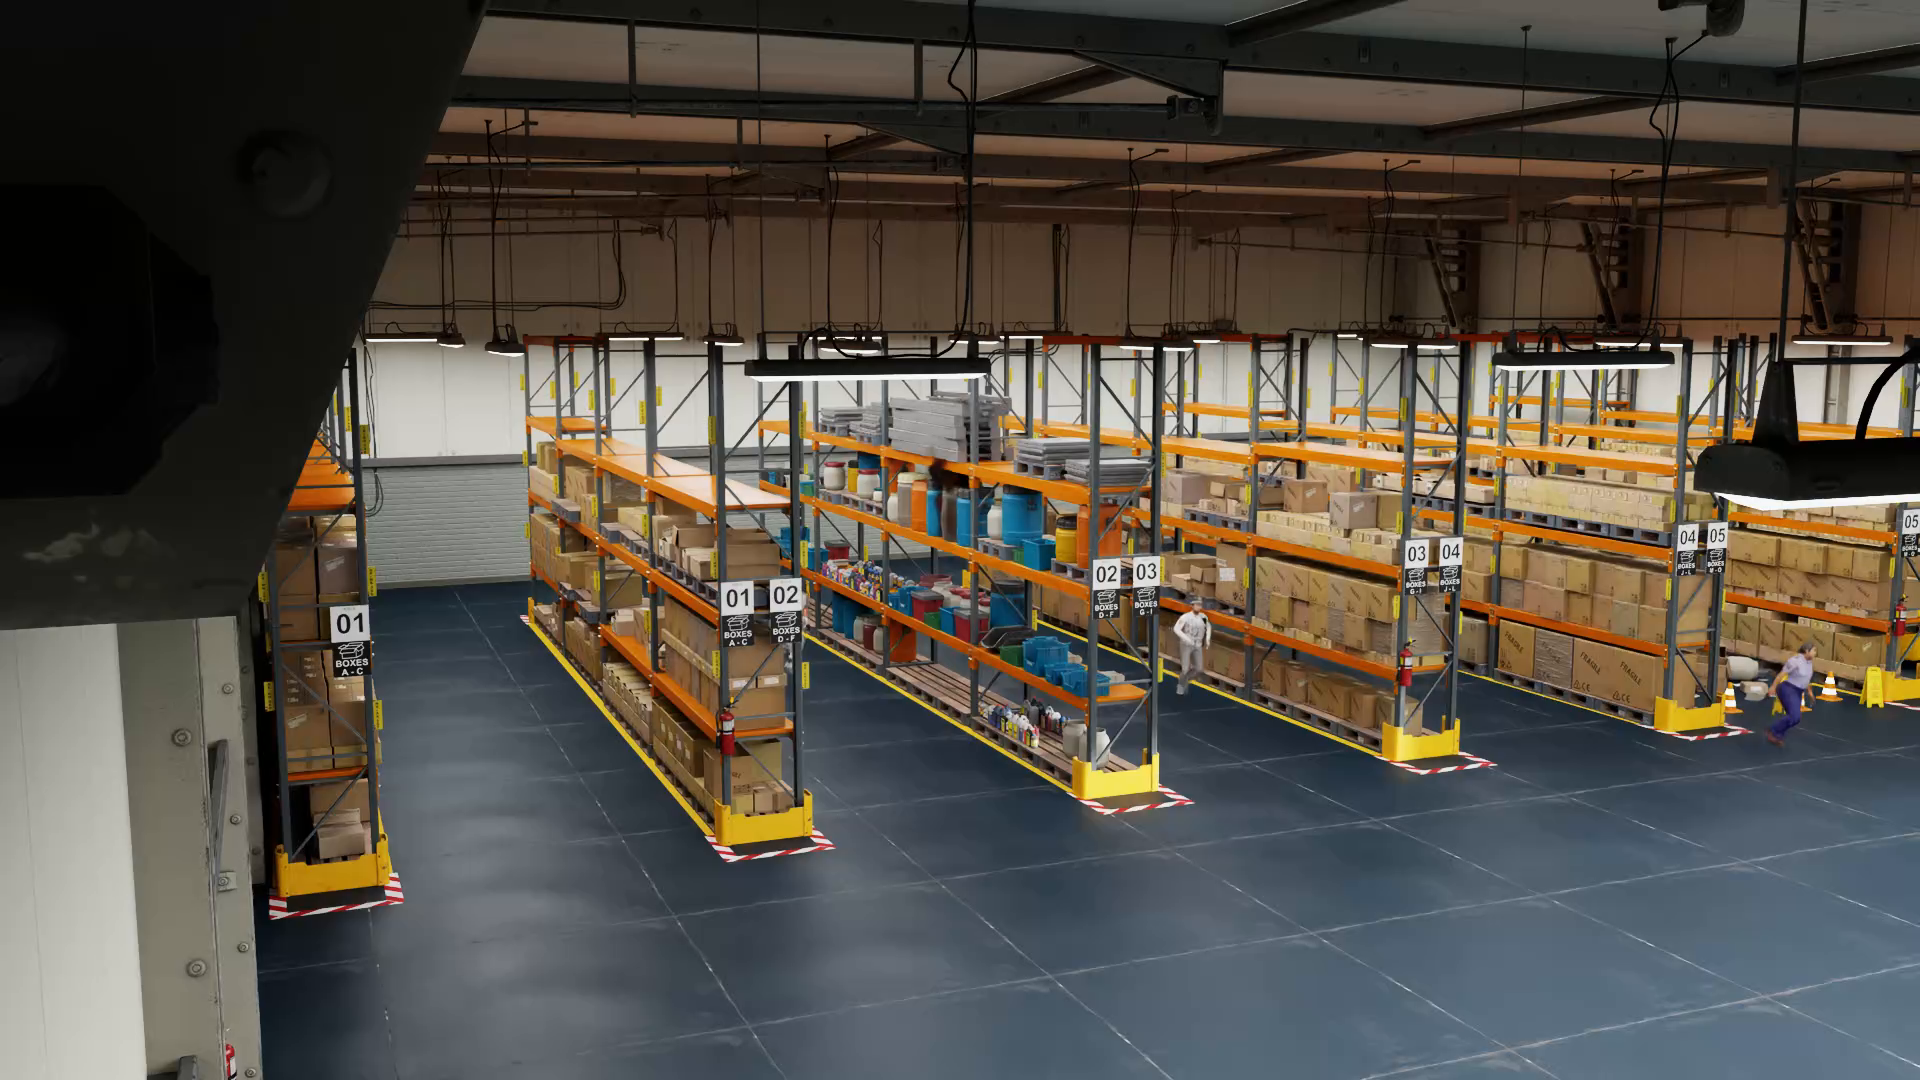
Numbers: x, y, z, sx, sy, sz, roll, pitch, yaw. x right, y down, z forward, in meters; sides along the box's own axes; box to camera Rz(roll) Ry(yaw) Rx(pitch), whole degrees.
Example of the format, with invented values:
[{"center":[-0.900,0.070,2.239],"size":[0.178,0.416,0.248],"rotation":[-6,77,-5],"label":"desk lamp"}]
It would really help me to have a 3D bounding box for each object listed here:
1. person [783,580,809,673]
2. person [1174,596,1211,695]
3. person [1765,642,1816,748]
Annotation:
[{"center":[-2.898,1.442,28.510],"size":[0.664,1.659,0.720],"rotation":[-6,10,-38],"label":"person"},{"center":[3.787,1.708,26.802],"size":[0.719,1.627,0.472],"rotation":[-2,8,-16],"label":"person"},{"center":[12.296,2.289,24.607],"size":[0.636,1.607,0.551],"rotation":[-7,10,-43],"label":"person"}]
